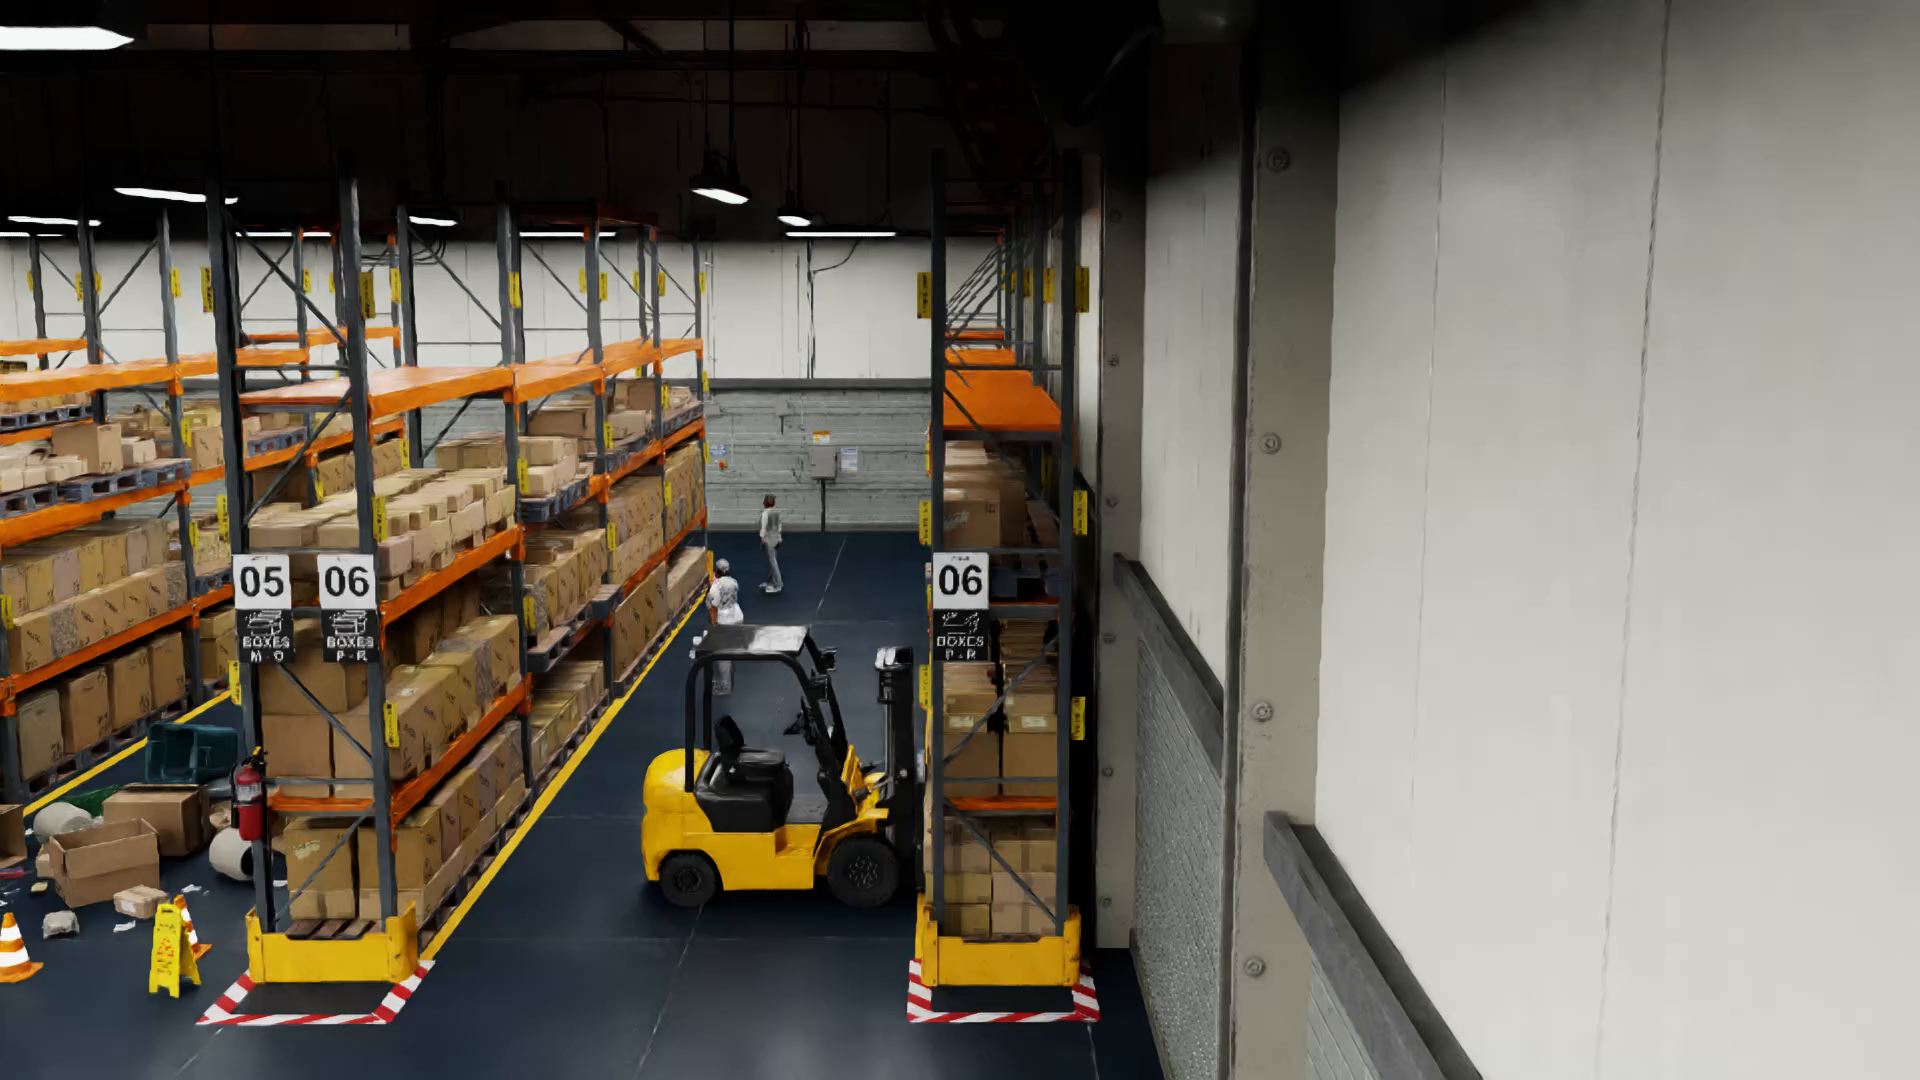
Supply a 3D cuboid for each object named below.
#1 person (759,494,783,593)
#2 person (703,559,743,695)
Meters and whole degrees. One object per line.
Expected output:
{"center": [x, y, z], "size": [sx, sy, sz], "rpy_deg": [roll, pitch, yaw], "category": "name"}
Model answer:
{"center": [-3.102, 0.038, 27.158], "size": [0.536, 1.578, 0.535], "rpy_deg": [4, 10, 25], "category": "person"}
{"center": [-2.957, 1.060, 20.586], "size": [0.480, 1.666, 0.523], "rpy_deg": [5, 10, 29], "category": "person"}
